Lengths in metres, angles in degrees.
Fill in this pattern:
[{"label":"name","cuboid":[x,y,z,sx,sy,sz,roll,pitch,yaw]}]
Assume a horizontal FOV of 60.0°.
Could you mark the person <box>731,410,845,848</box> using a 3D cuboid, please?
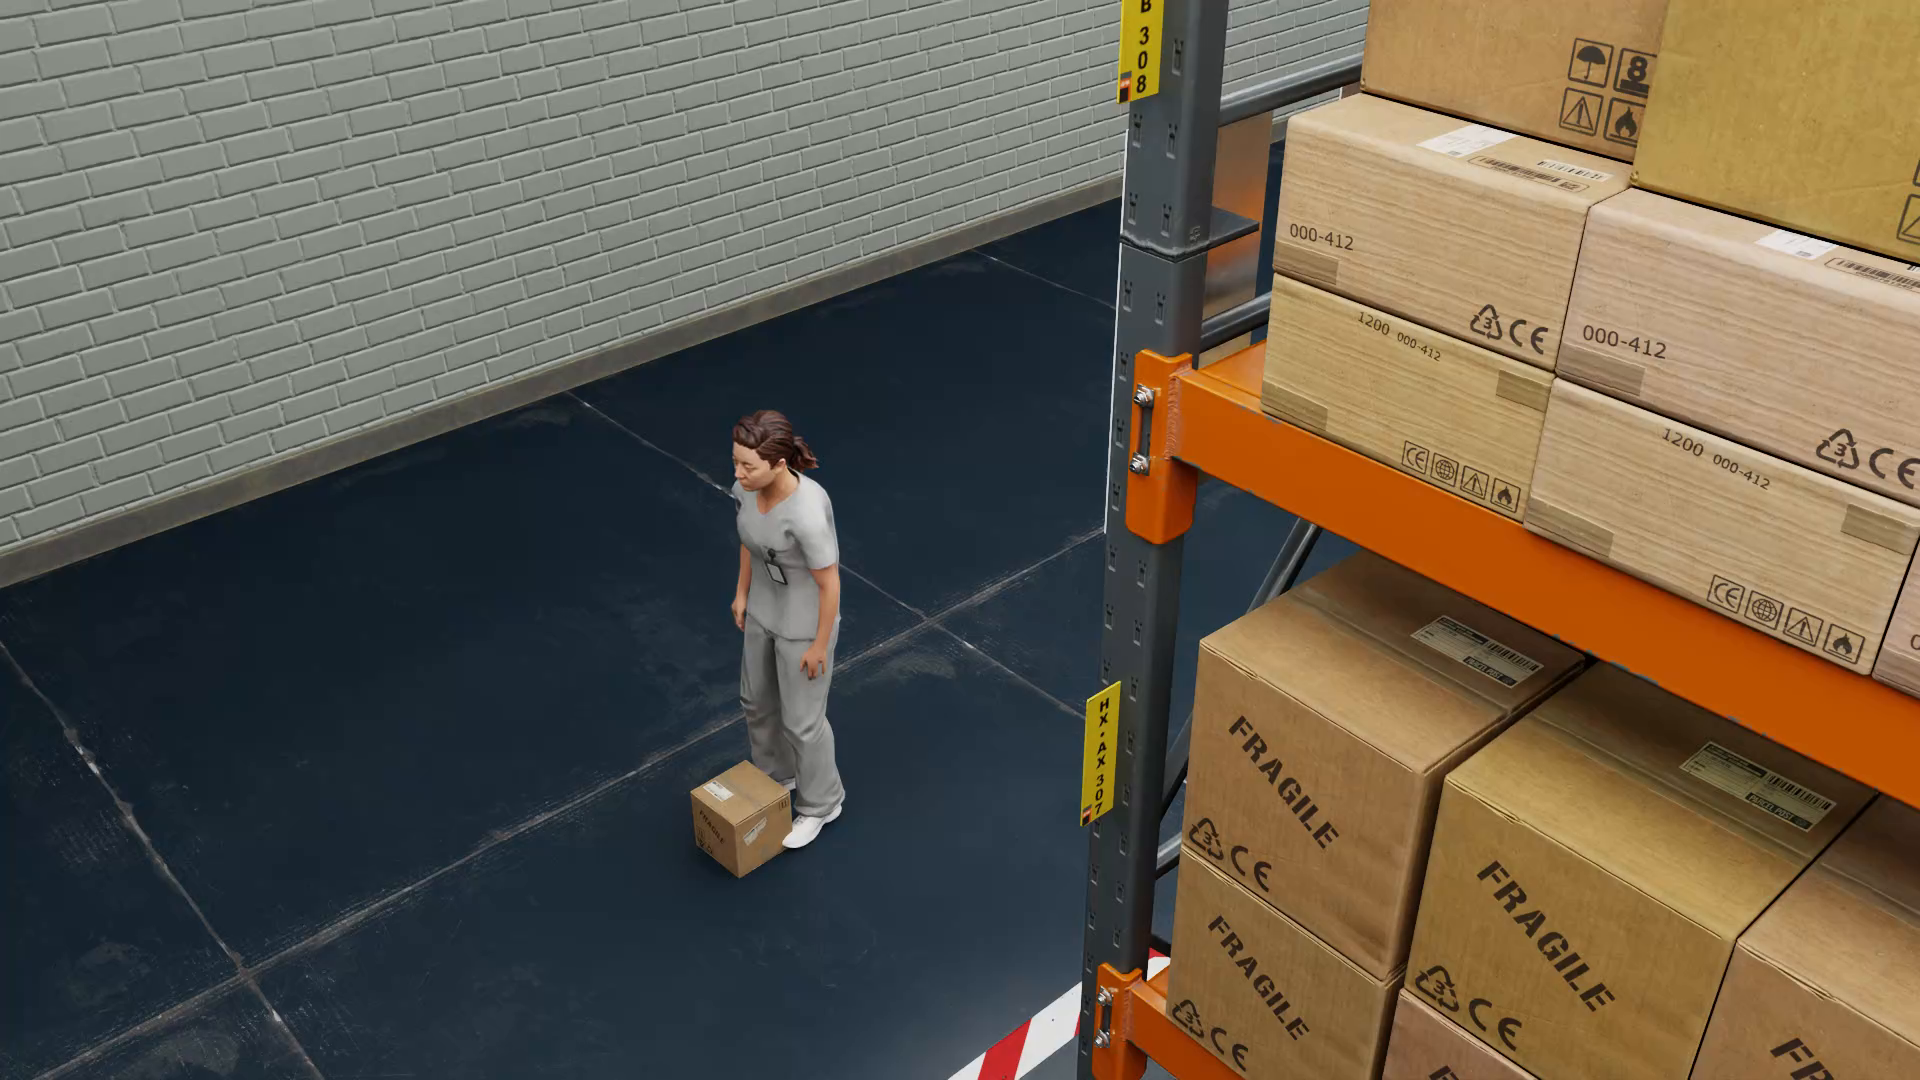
[{"label":"person","cuboid":[-0.599,0.286,5.677,0.358,1.672,0.486,-27,41,-36]}]
